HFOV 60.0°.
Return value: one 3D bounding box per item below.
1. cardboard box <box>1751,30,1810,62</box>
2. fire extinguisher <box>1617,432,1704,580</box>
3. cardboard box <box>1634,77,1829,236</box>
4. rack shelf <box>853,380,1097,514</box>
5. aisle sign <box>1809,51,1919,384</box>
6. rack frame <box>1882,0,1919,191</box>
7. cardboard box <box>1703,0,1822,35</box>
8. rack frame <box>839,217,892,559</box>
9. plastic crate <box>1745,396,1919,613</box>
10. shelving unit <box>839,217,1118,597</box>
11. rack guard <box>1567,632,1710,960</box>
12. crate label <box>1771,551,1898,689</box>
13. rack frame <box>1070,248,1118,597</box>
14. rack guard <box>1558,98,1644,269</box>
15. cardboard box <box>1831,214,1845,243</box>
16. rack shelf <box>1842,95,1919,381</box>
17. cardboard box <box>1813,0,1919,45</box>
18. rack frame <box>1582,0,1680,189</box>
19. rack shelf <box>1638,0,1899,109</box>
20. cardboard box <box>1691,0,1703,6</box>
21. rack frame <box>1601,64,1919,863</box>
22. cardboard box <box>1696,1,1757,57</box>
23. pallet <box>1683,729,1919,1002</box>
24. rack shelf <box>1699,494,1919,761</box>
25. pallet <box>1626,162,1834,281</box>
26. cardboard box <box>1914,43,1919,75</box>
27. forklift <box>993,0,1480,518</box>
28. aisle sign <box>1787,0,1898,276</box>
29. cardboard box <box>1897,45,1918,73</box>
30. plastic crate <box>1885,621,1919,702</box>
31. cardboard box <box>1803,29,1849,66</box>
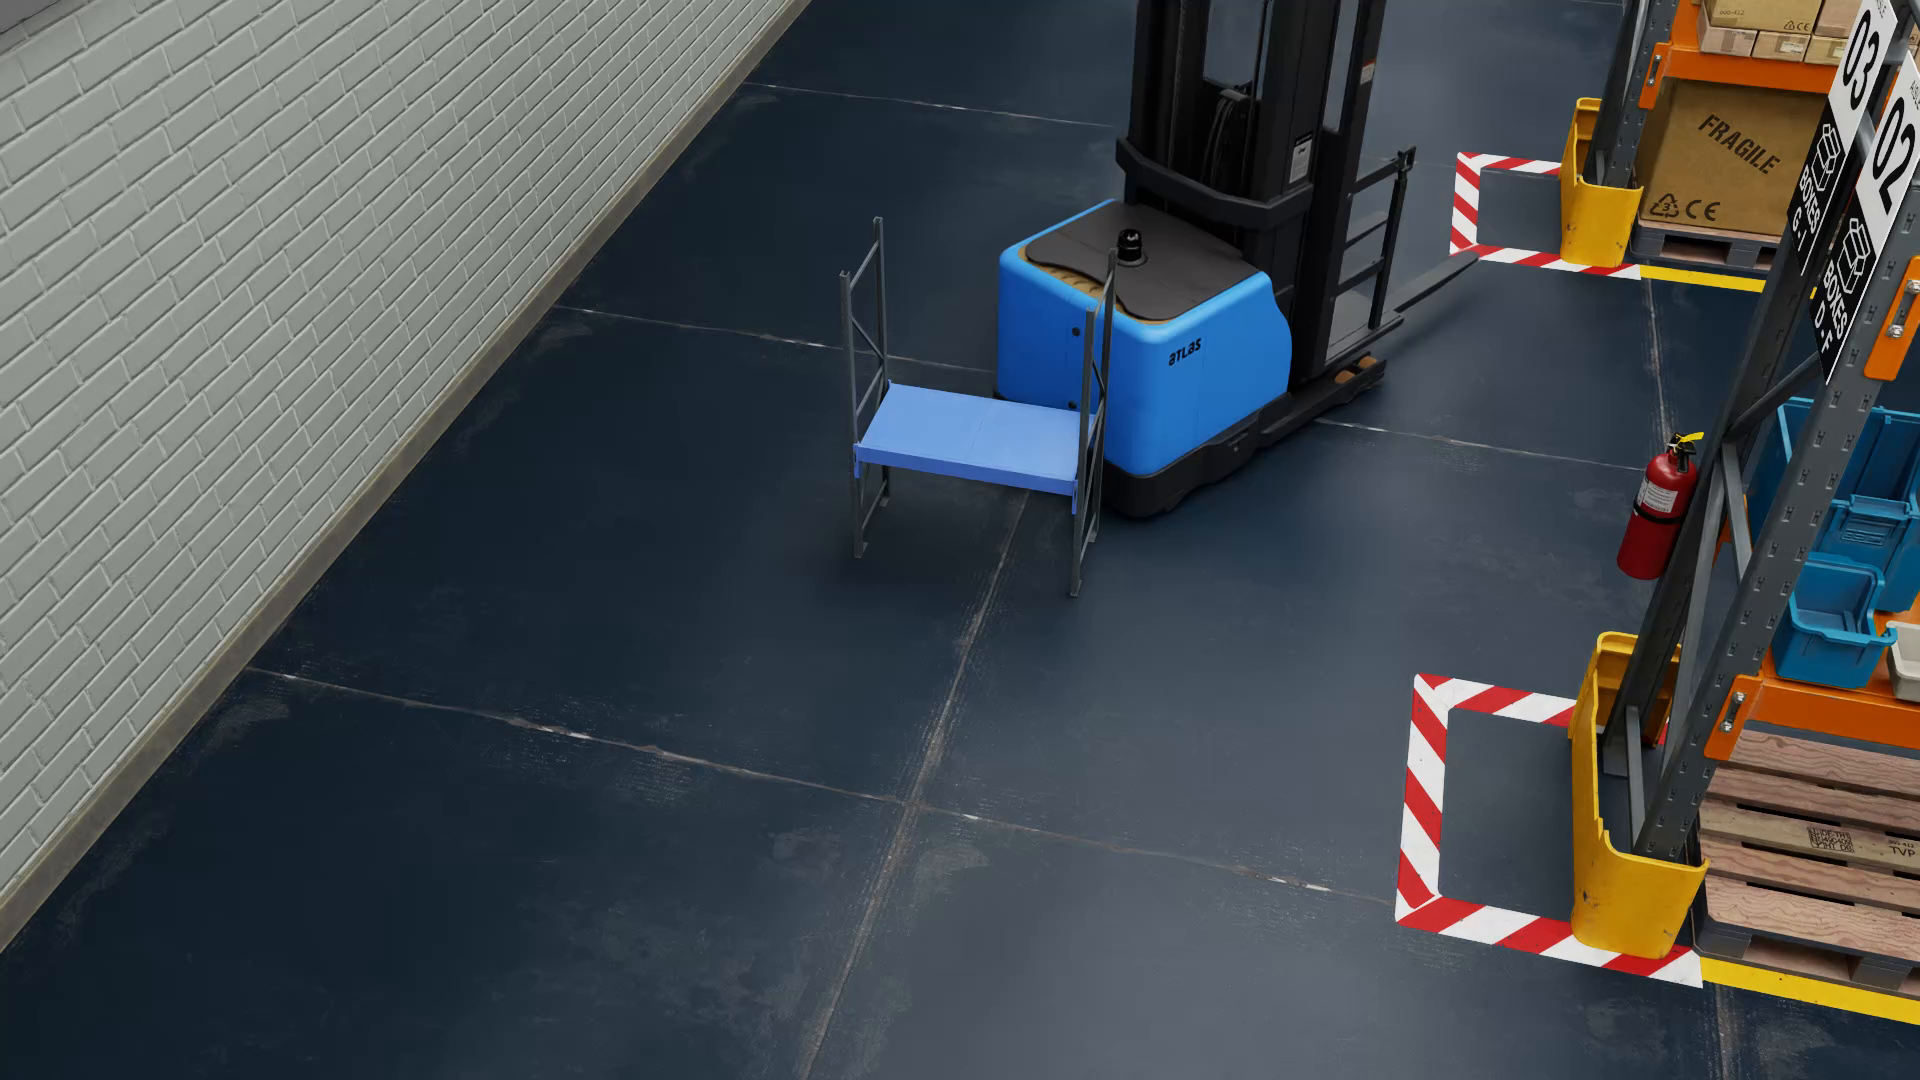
[{"bbox_3d":[4.349,-2.701,8.853,0.250,0.149,0.380,9,41,11],"label":"cardboard box"},{"bbox_3d":[2.534,-0.160,5.983,0.183,0.674,0.296,10,41,11],"label":"fire extinguisher"},{"bbox_3d":[4.482,-2.393,9.617,0.875,0.875,0.875,10,41,11],"label":"cardboard box"},{"bbox_3d":[0.082,-0.422,7.391,1.000,0.185,0.538,10,41,11],"label":"rack shelf"},{"bbox_3d":[2.416,-0.848,4.431,0.004,0.787,0.394,10,41,11],"label":"aisle sign"},{"bbox_3d":[2.562,-2.323,3.543,0.127,3.000,1.000,10,41,11],"label":"rack frame"},{"bbox_3d":[4.237,-2.912,8.794,0.500,0.250,0.500,9,41,10],"label":"cardboard box"},{"bbox_3d":[-0.409,-0.645,7.376,0.032,1.500,0.500,10,41,11],"label":"rack frame"},{"bbox_3d":[2.934,-0.122,5.514,0.499,0.435,0.616,10,41,11],"label":"plastic crate"},{"bbox_3d":[0.082,-0.560,7.275,1.048,1.500,0.538,10,41,11],"label":"shelving unit"},{"bbox_3d":[2.536,0.936,6.272,0.348,0.500,1.175,10,41,11],"label":"rack guard"},{"bbox_3d":[2.716,0.261,5.215,0.303,0.233,0.416,10,41,11],"label":"crate label"},{"bbox_3d":[0.573,-0.476,7.175,0.032,1.500,0.500,10,41,11],"label":"rack frame"},{"bbox_3d":[3.820,-2.149,9.945,0.348,0.500,1.175,10,41,11],"label":"rack guard"},{"bbox_3d":[5.361,-2.242,9.437,0.875,0.875,0.875,10,41,11],"label":"cardboard box"},{"bbox_3d":[4.494,-0.566,4.343,4.000,0.370,1.077,10,41,11],"label":"rack shelf"},{"bbox_3d":[4.741,-2.829,8.696,0.500,0.250,0.500,9,41,11],"label":"cardboard box"},{"bbox_3d":[3.843,-3.103,9.136,0.127,3.000,1.000,10,41,11],"label":"rack frame"},{"bbox_3d":[5.775,-2.495,8.972,4.000,0.370,1.077,10,41,11],"label":"rack shelf"},{"bbox_3d":[4.272,-3.152,9.390,0.250,0.149,0.380,11,41,12],"label":"cardboard box"},{"bbox_3d":[2.562,-0.025,5.473,0.127,3.000,1.000,10,41,11],"label":"rack frame"},{"bbox_3d":[4.100,-2.742,8.903,0.250,0.149,0.380,10,41,12],"label":"cardboard box"},{"bbox_3d":[3.349,1.204,6.177,1.213,0.211,1.003,10,41,11],"label":"pallet"},{"bbox_3d":[4.494,0.582,5.308,4.000,0.370,1.077,10,41,11],"label":"rack shelf"},{"bbox_3d":[4.635,-1.950,9.933,1.213,0.211,1.003,10,41,11],"label":"pallet"},{"bbox_3d":[5.094,-2.573,8.701,0.250,0.149,0.380,9,41,11],"label":"cardboard box"},{"bbox_3d":[1.587,-2.052,7.939,3.031,2.935,1.130,-31,49,-31],"label":"forklift"},{"bbox_3d":[2.569,-1.215,4.867,0.004,0.787,0.394,10,41,11],"label":"aisle sign"},{"bbox_3d":[4.848,-2.616,8.752,0.250,0.149,0.380,9,41,11],"label":"cardboard box"},{"bbox_3d":[3.004,0.403,5.121,0.298,0.136,0.250,10,41,11],"label":"plastic crate"},{"bbox_3d":[4.596,-2.658,8.803,0.250,0.149,0.380,9,41,10],"label":"cardboard box"}]
